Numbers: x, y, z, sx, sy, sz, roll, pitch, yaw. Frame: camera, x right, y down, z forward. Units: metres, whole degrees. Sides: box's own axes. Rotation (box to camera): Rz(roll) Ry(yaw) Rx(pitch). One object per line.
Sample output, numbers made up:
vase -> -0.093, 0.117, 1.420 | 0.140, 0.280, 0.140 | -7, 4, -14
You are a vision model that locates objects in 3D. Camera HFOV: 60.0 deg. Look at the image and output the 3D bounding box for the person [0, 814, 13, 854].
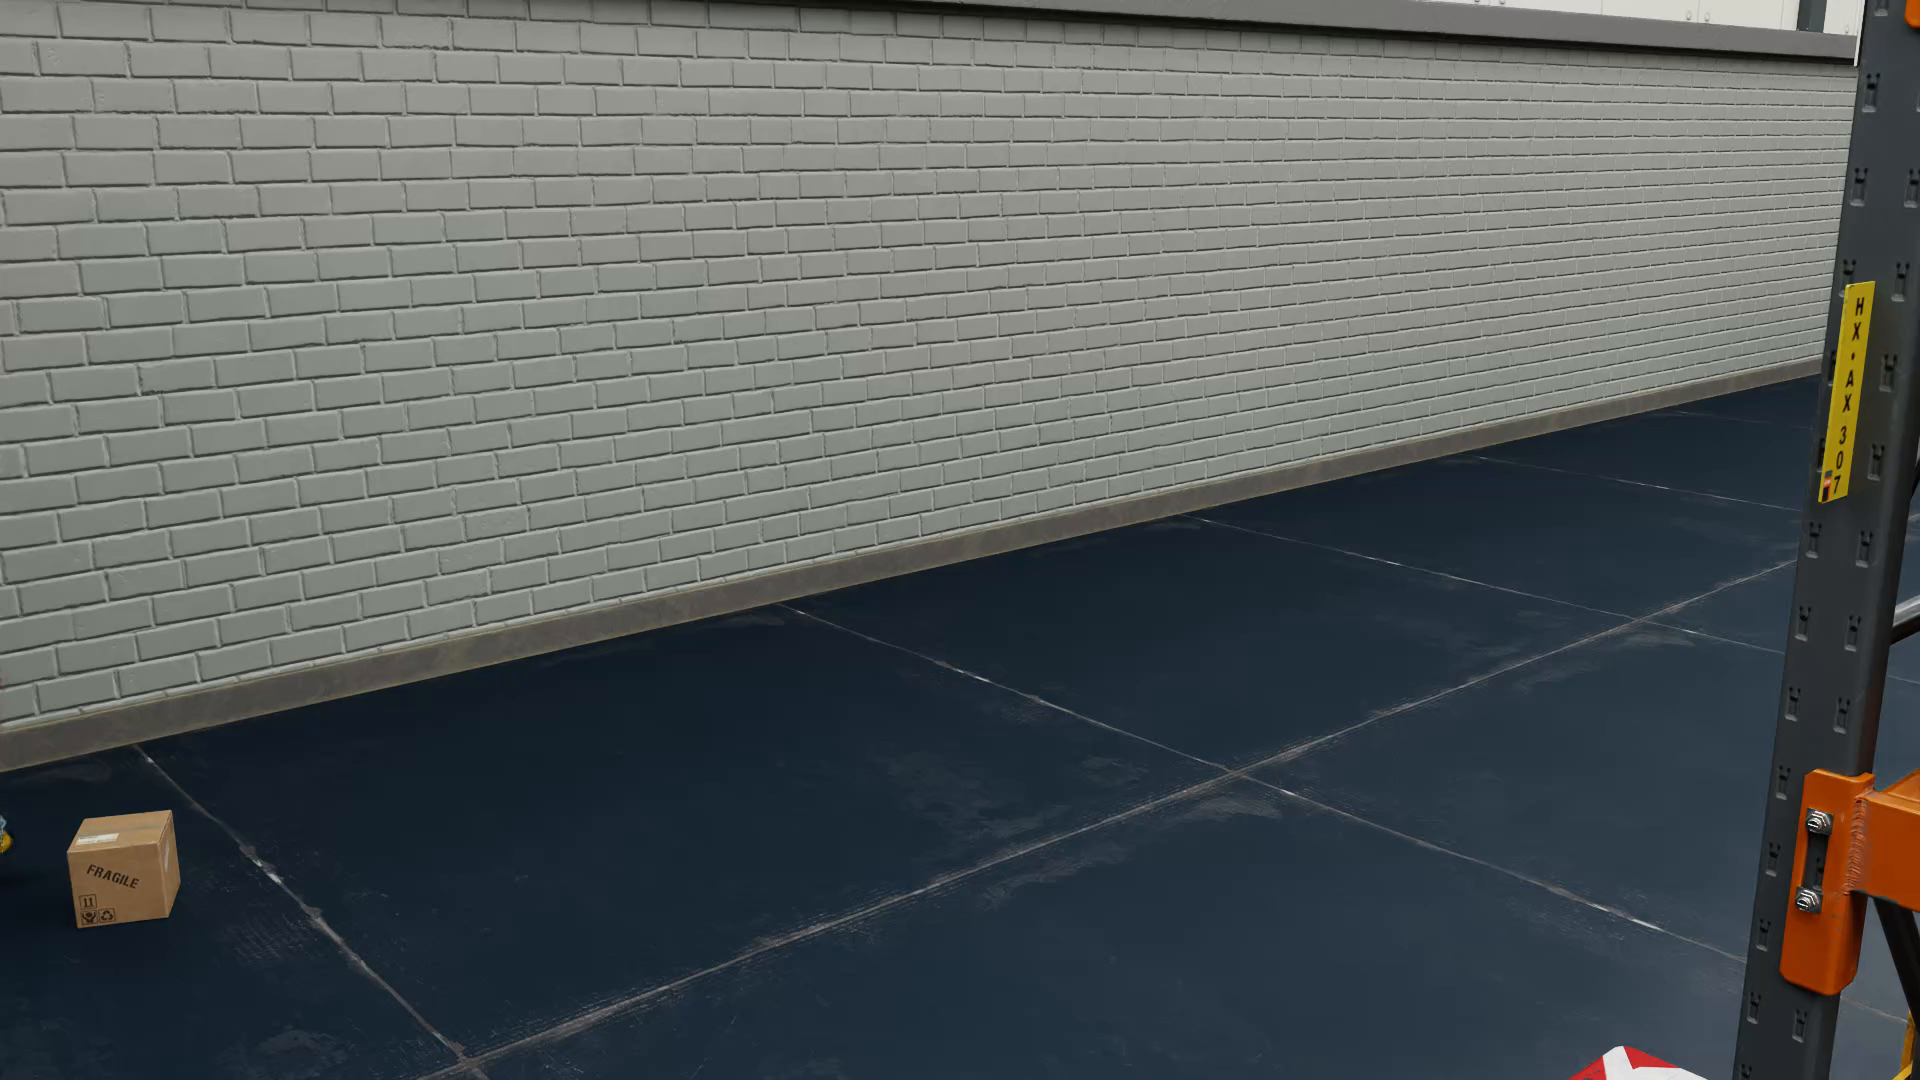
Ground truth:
person -> -3.357, 0.318, 4.704 | 1.021, 1.730, 0.570 | -9, 17, -32
